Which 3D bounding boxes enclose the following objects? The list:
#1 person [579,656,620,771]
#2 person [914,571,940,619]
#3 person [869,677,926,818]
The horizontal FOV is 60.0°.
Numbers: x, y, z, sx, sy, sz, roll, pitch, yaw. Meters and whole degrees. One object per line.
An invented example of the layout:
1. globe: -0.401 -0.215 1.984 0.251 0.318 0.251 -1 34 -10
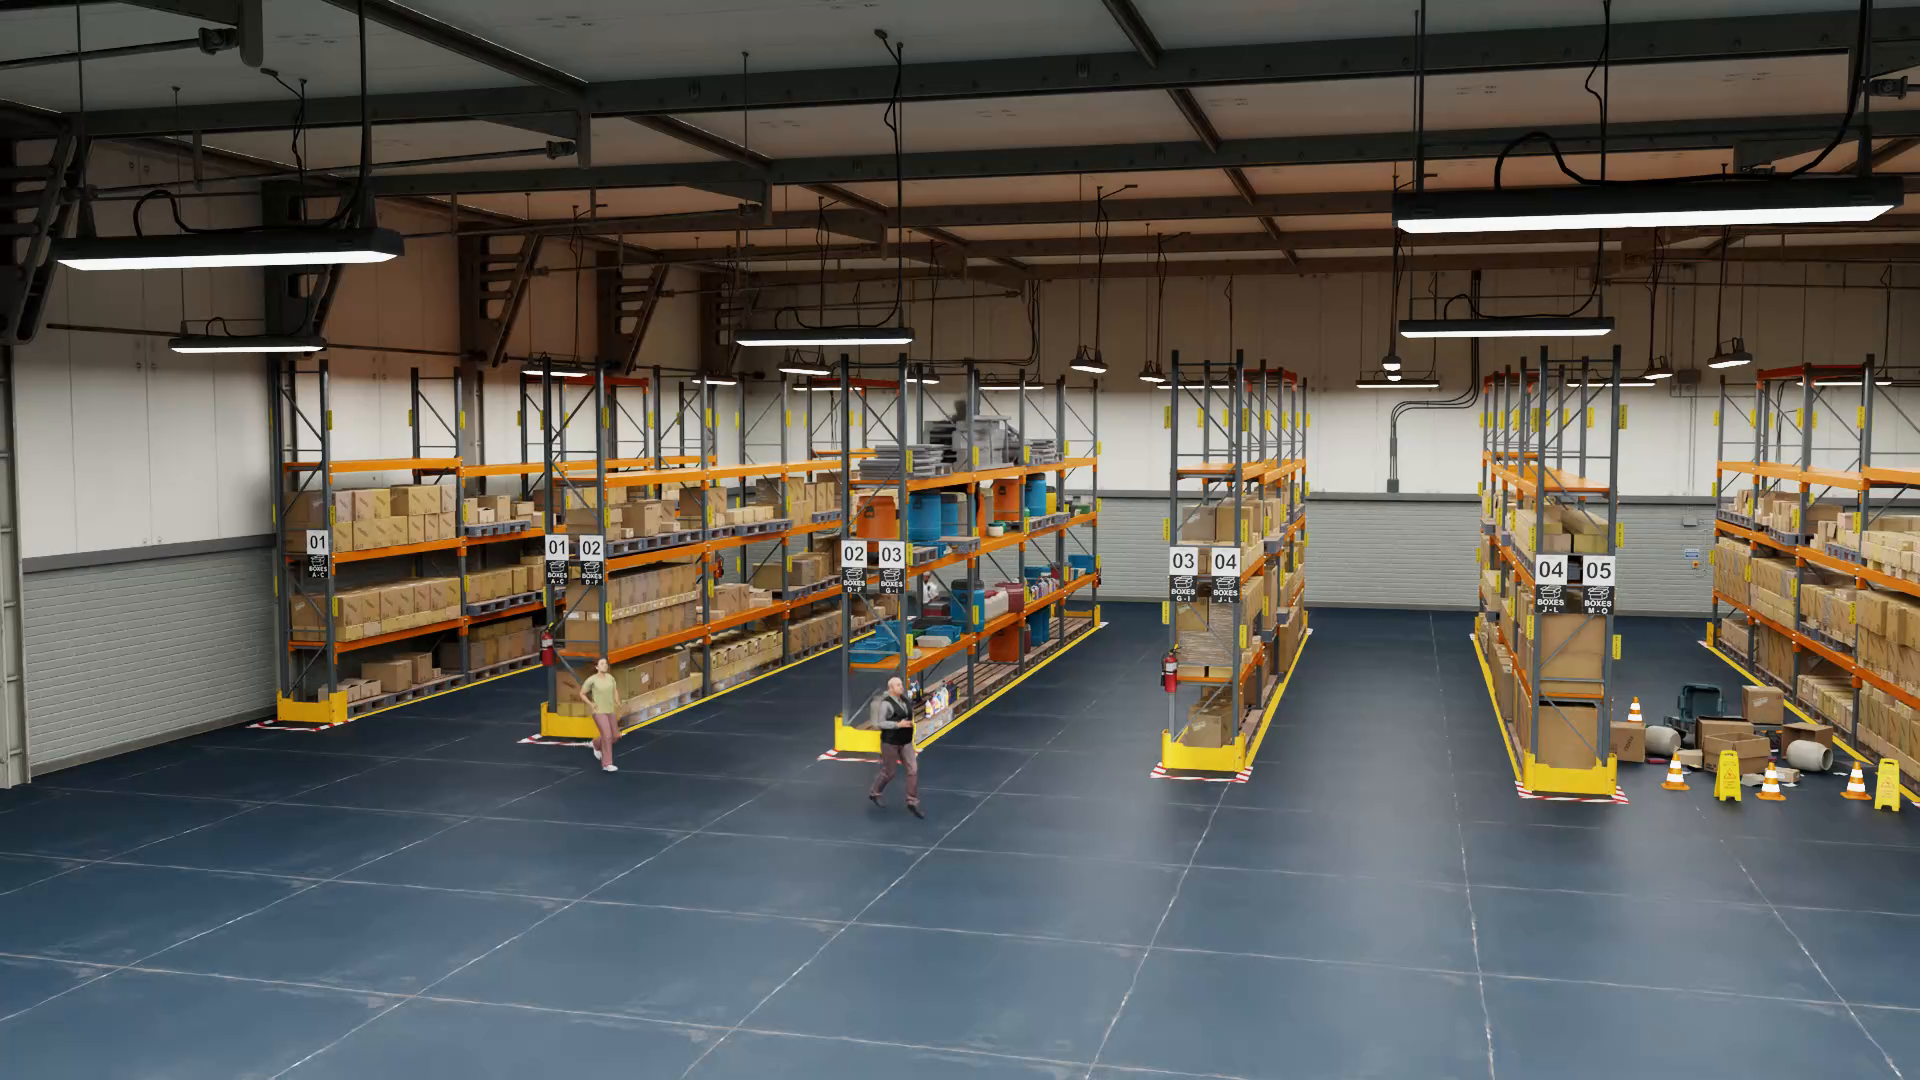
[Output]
1. person: -5.147 2.473 23.836 0.724 1.625 0.584 4 6 45
2. person: -0.713 1.443 34.252 0.579 1.678 0.731 1 4 14
3. person: -0.825 2.620 21.121 0.858 1.773 0.648 4 6 44
